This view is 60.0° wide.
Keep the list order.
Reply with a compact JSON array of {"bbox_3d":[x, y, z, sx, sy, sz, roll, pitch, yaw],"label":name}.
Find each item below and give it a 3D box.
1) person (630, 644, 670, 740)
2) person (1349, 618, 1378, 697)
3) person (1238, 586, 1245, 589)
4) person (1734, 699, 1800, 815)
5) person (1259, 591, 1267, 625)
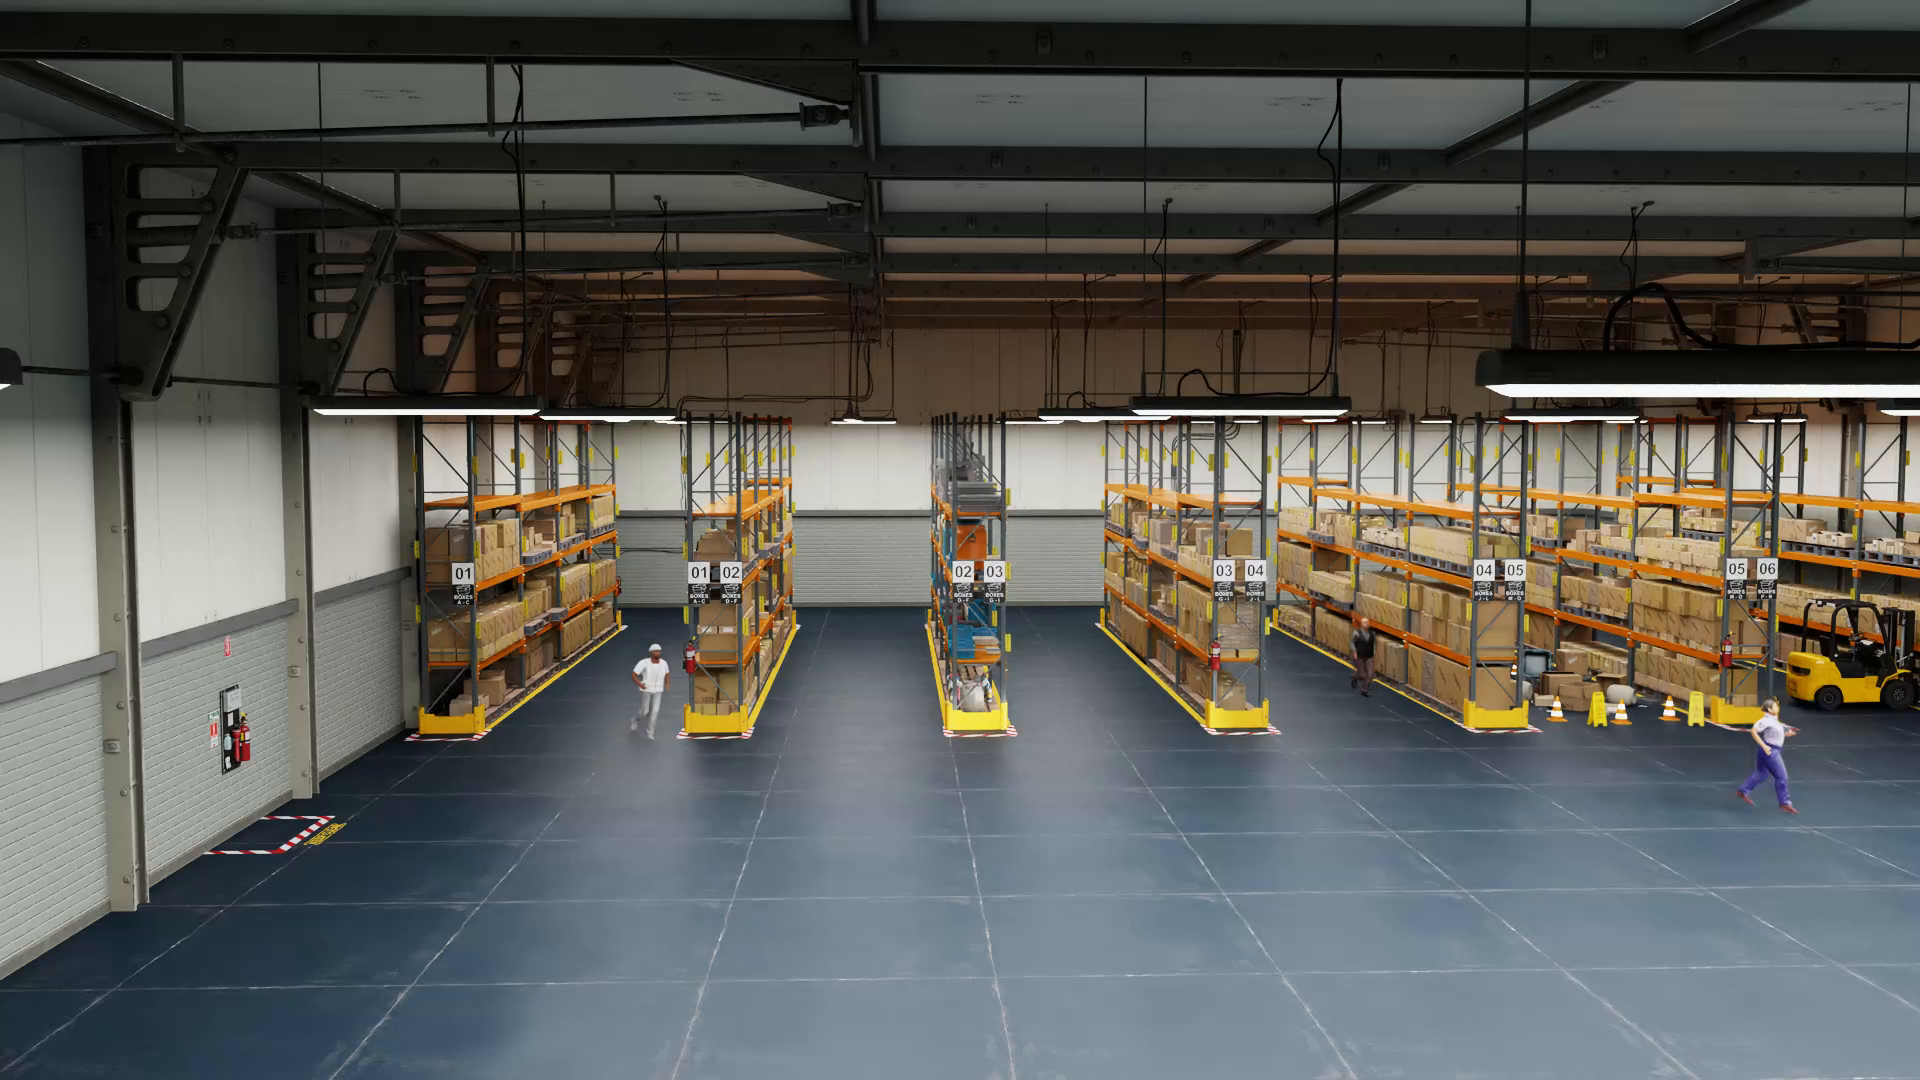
[{"bbox_3d":[-5.653,2.782,30.626,0.763,1.711,0.859,-2,5,-32],"label":"person"},{"bbox_3d":[8.572,2.486,35.379,0.647,1.675,0.637,-1,4,-9],"label":"person"},{"bbox_3d":[7.832,1.703,47.465,0.700,1.592,0.523,2,5,30],"label":"person"},{"bbox_3d":[12.034,3.207,24.748,0.895,1.658,0.594,2,4,26],"label":"person"},{"bbox_3d":[8.009,1.834,44.905,0.584,1.708,0.895,0,4,1],"label":"person"}]
